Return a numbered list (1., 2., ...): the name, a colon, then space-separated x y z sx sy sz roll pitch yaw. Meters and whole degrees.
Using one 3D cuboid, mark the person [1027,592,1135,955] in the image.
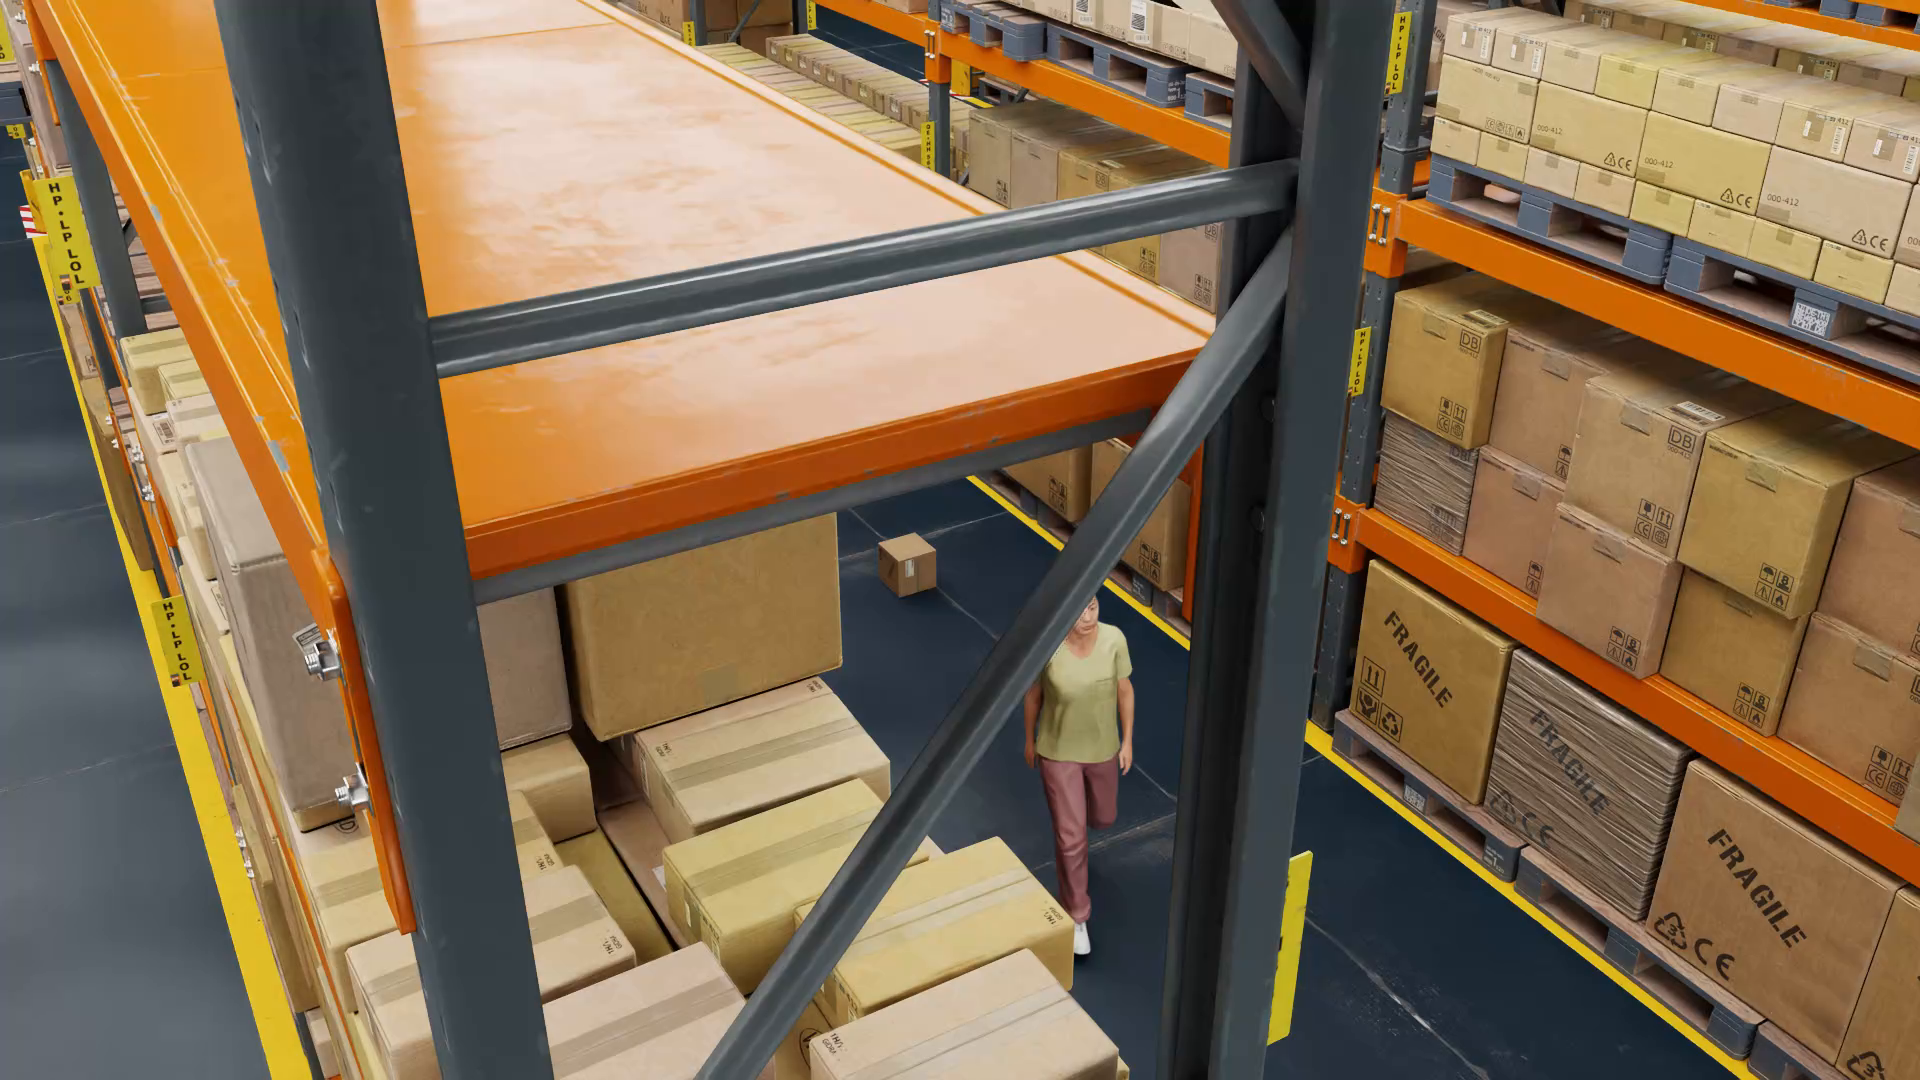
1. person: 0.505 0.872 6.974 0.451 1.642 0.768 -5 30 -10
